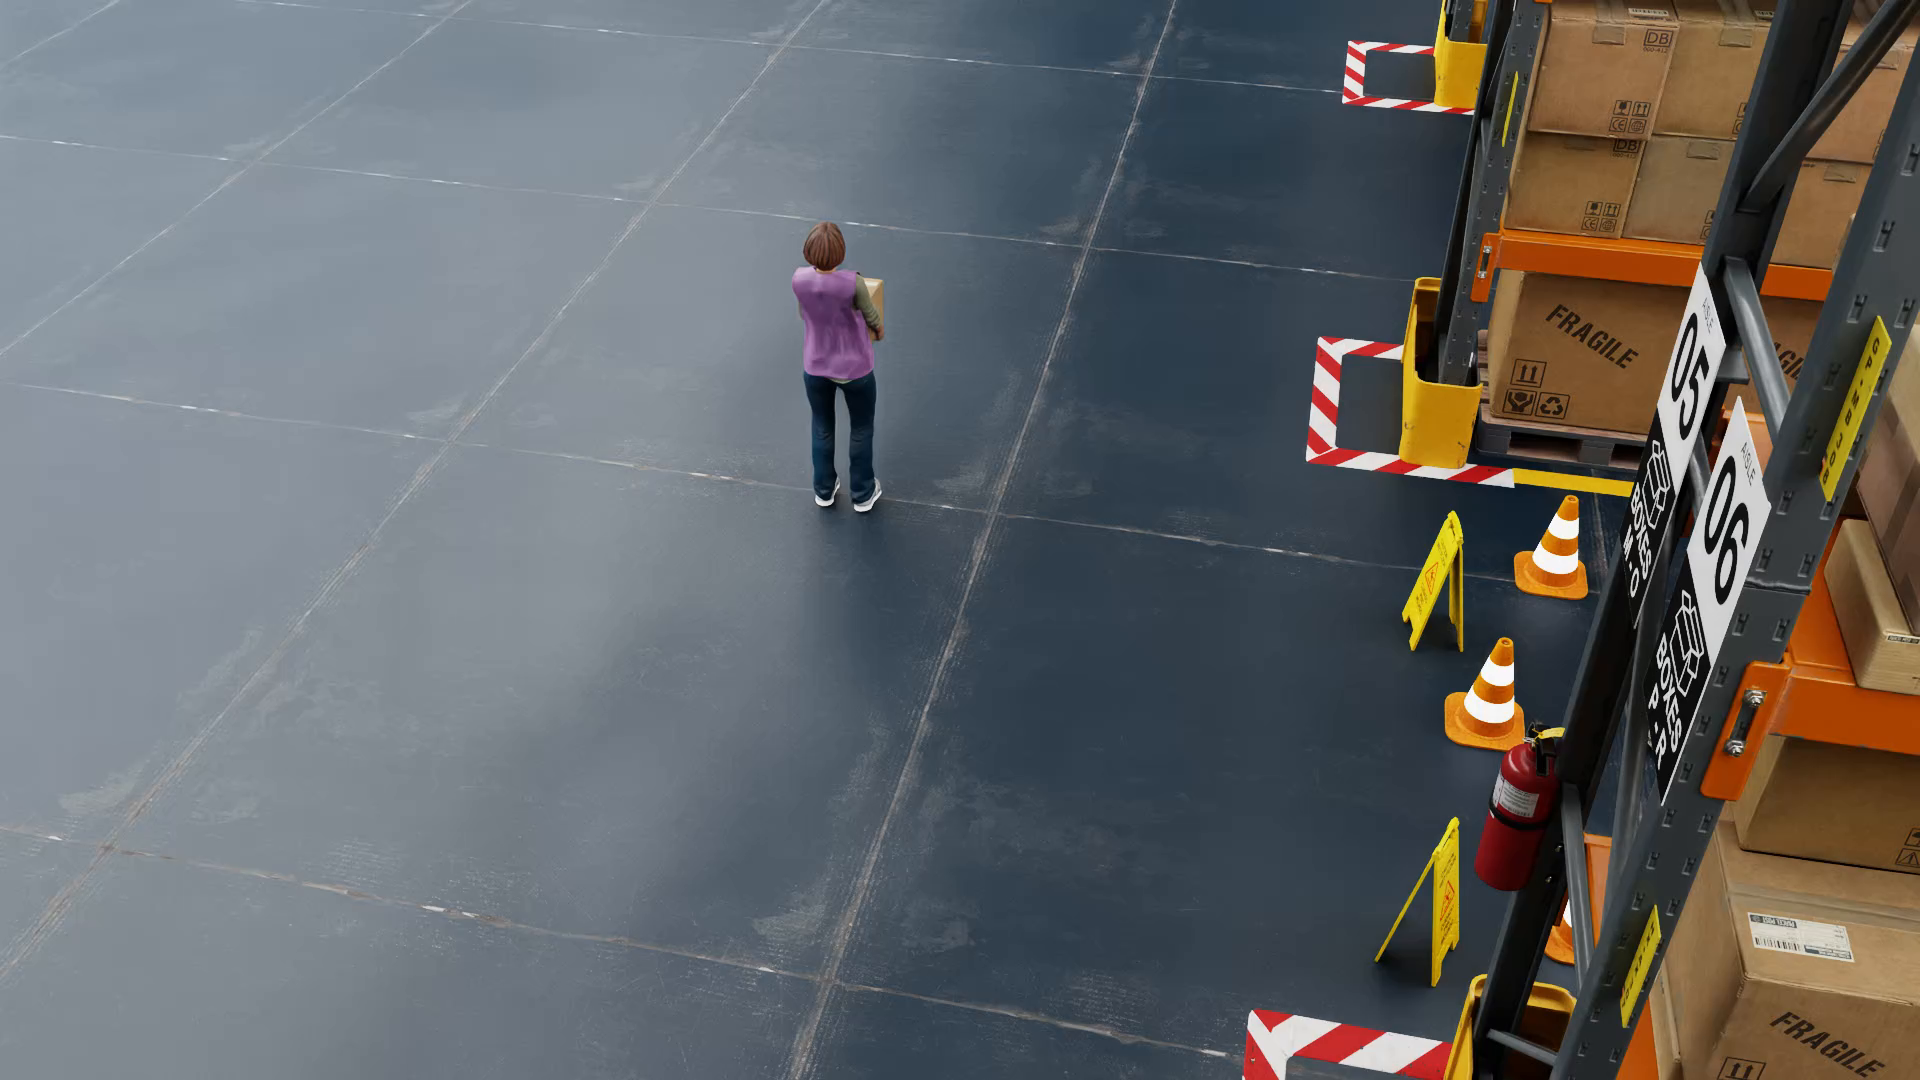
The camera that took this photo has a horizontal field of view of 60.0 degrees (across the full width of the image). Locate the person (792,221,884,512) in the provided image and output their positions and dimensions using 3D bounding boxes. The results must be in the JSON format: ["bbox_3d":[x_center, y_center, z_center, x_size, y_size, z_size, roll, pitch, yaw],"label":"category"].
[{"bbox_3d":[-0.576,-0.886,8.145,0.408,1.589,0.498,8,38,10],"label":"person"}]
